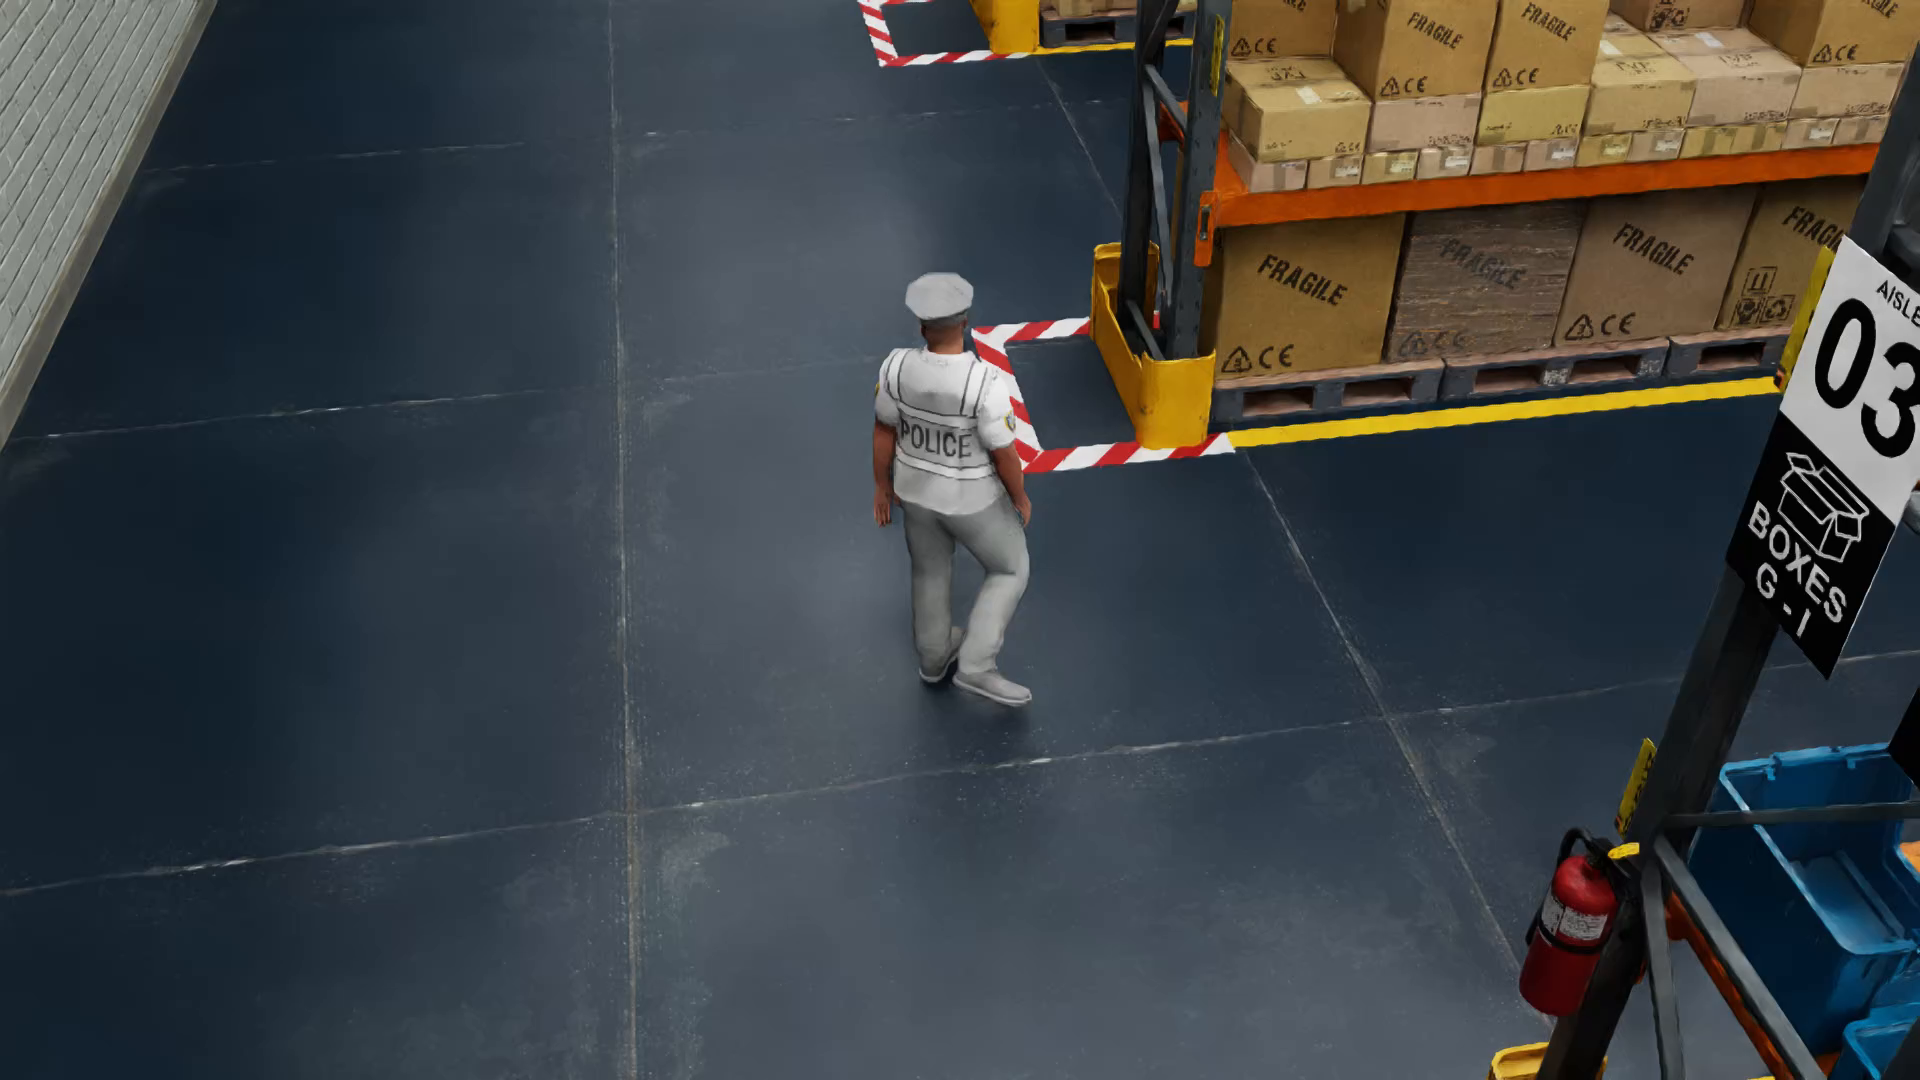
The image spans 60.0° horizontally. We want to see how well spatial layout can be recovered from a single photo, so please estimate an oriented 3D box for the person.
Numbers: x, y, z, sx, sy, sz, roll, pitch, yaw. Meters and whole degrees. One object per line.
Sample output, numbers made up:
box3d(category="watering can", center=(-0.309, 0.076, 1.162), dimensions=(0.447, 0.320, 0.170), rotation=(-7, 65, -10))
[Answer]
box3d(category="person", center=(0.008, -0.153, 6.317), dimensions=(0.721, 1.739, 0.498), rotation=(18, 42, 21))
